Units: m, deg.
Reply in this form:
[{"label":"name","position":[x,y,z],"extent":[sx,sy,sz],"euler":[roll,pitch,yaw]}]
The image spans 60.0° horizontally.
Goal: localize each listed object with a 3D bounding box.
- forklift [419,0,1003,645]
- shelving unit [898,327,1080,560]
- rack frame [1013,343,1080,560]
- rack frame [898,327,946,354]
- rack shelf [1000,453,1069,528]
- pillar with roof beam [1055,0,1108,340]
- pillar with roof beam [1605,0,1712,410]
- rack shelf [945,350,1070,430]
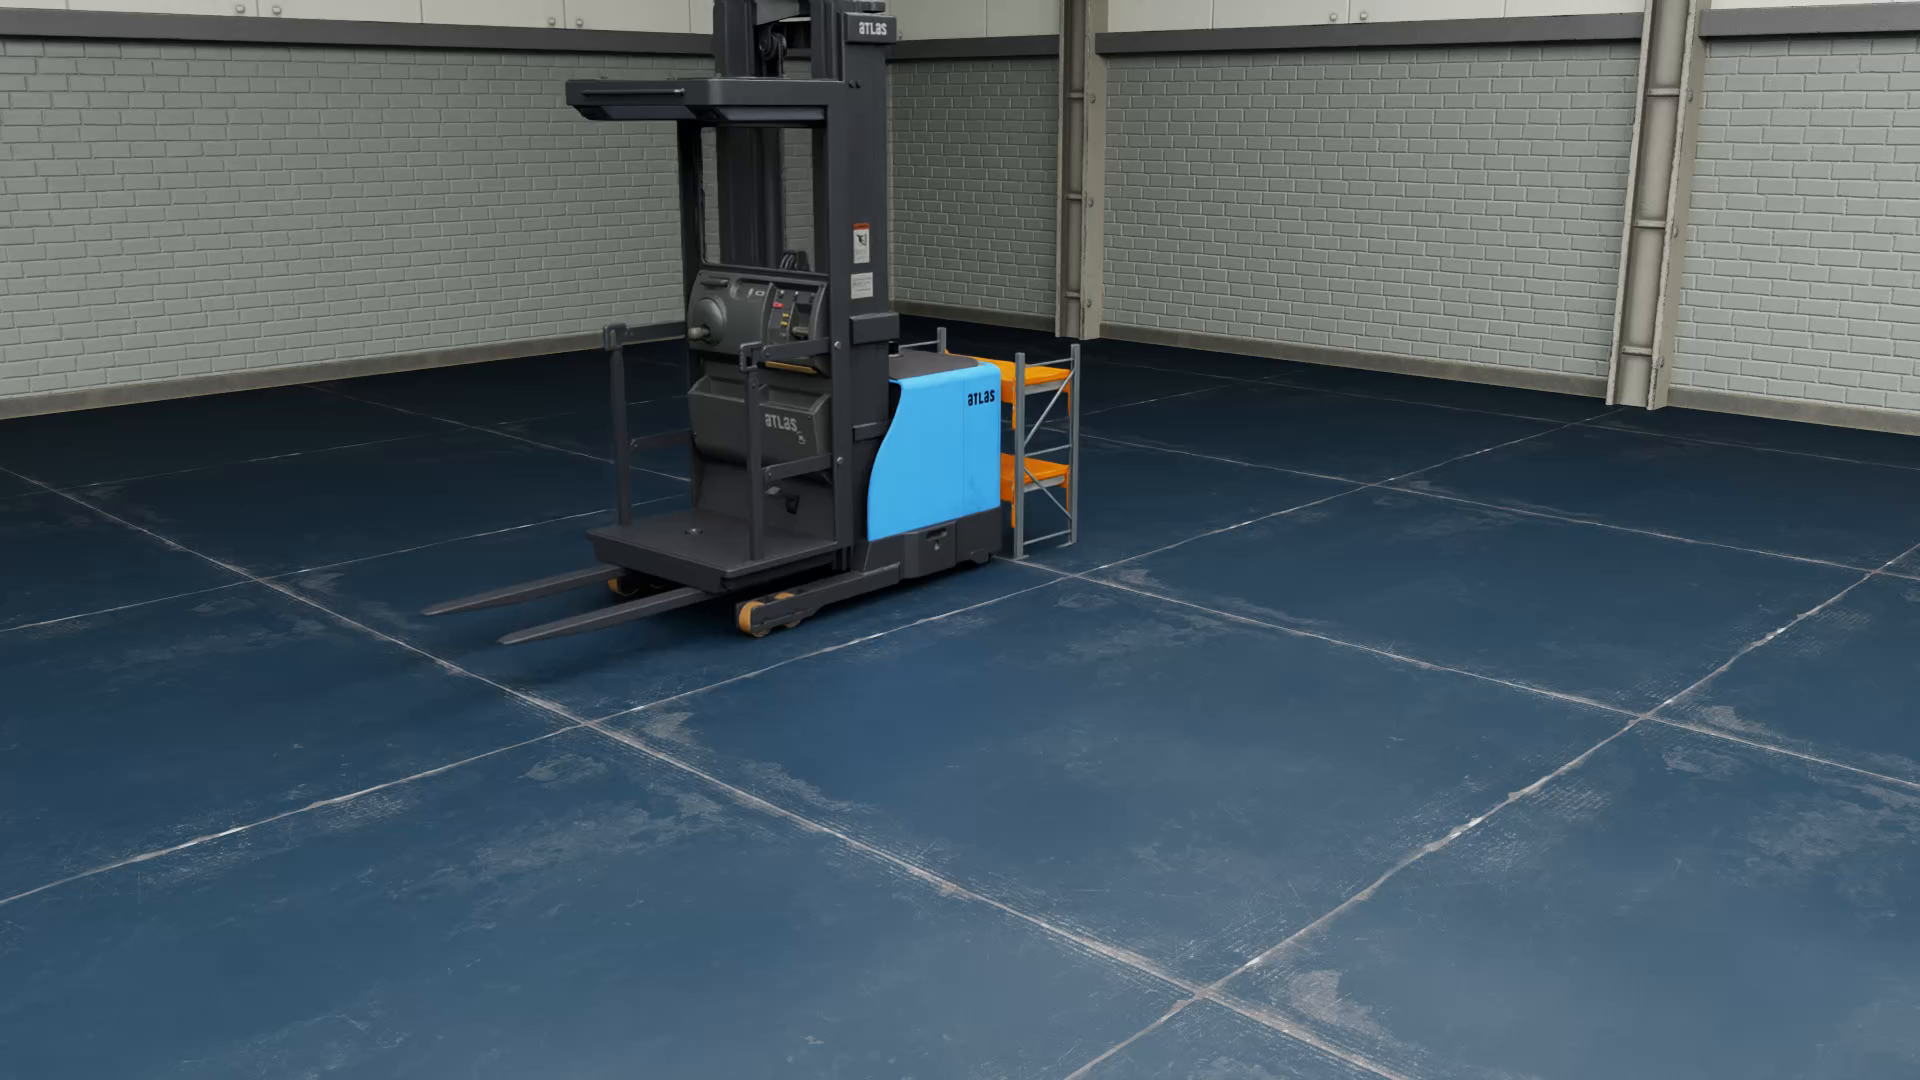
[{"label":"forklift","position":[-1.126,-1.112,7.888],"extent":[1.130,2.935,3.031],"euler":[13,19,40]},{"label":"shelving unit","position":[0.104,-0.571,9.392],"extent":[1.048,1.125,0.538],"euler":[13,20,42]},{"label":"rack frame","position":[0.474,-0.483,9.054],"extent":[0.032,1.125,0.500],"euler":[13,20,42]},{"label":"rack frame","position":[-0.265,-0.659,9.730],"extent":[0.032,1.125,0.500],"euler":[13,20,42]},{"label":"rack shelf","position":[0.104,-0.334,9.454],"extent":[1.000,0.278,0.538],"euler":[13,20,42]},{"label":"pillar with roof beam","position":[-1.728,-5.739,13.611],"extent":[0.400,9.000,9.100],"euler":[14,20,42]},{"label":"pillar with roof beam","position":[2.591,-4.689,9.581],"extent":[0.400,9.000,9.100],"euler":[14,20,42]},{"label":"rack shelf","position":[0.104,-0.854,9.318],"extent":[1.000,0.278,0.538],"euler":[13,20,42]}]
